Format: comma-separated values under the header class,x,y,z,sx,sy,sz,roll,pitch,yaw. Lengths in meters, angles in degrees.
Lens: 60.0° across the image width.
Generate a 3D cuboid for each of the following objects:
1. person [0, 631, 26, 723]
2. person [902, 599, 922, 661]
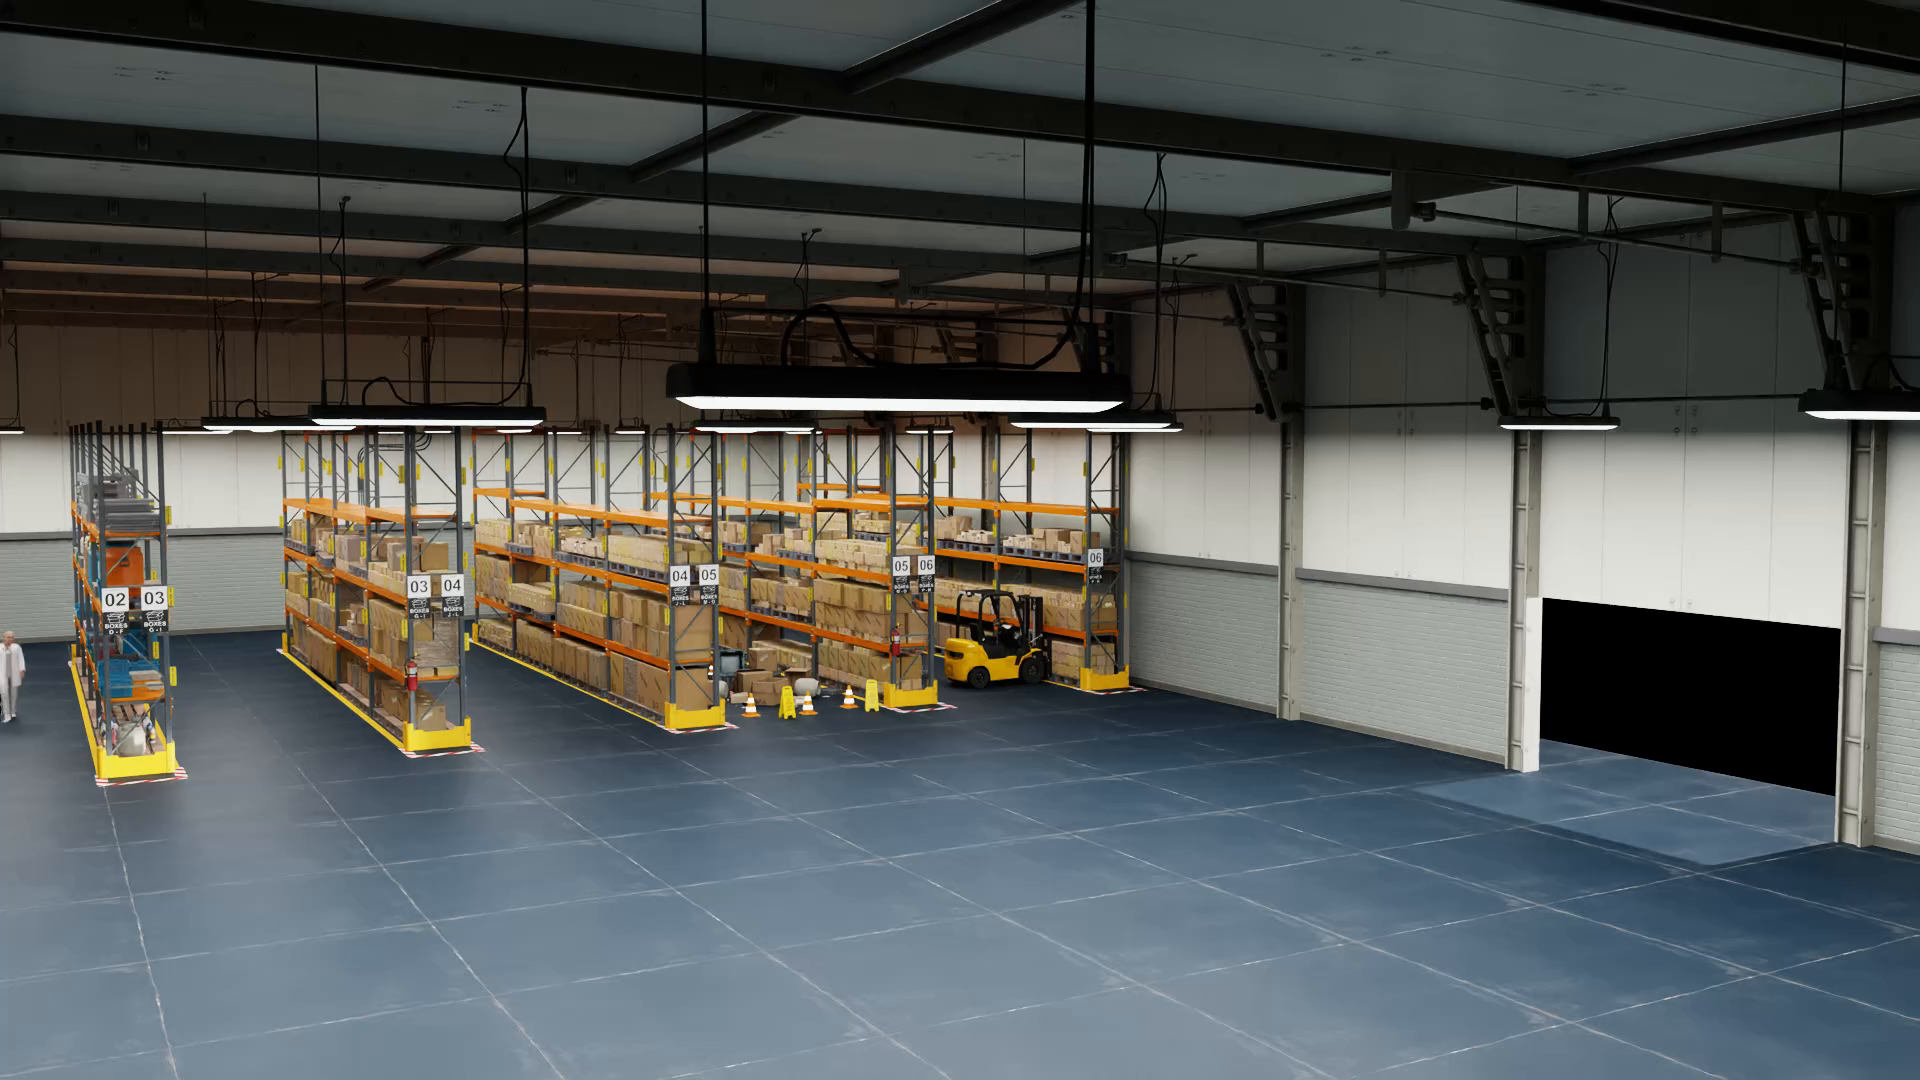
class,x,y,z,sx,sy,sz,roll,pitch,yaw
person,-19.286,2.768,33.733,0.620,1.794,0.798,-3,5,-43
person,-1.126,2.228,40.043,0.481,1.595,0.657,-2,4,-35
